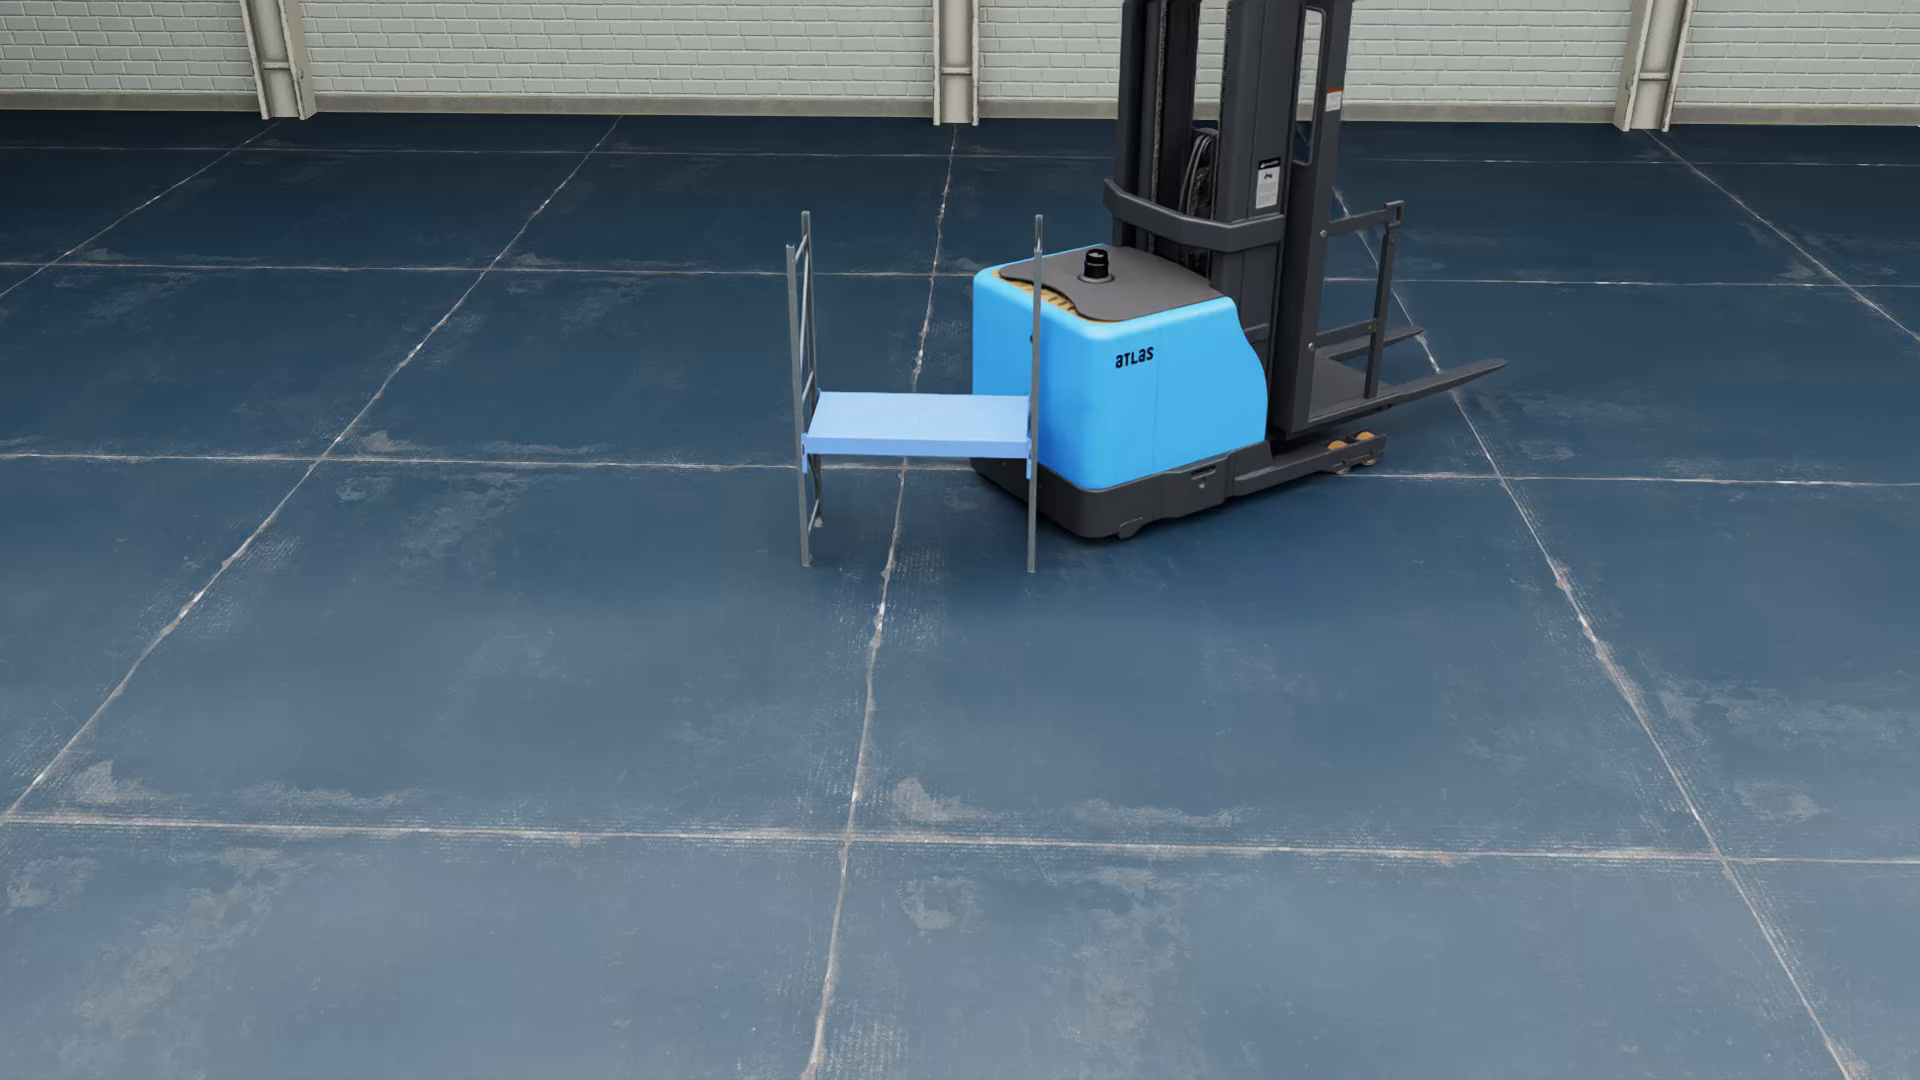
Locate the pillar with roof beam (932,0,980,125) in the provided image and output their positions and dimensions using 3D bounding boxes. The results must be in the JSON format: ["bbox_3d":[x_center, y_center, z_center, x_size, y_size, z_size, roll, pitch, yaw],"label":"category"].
[{"bbox_3d":[-0.183,-5.686,8.869,0.400,9.000,9.100,1,28,2],"label":"pillar with roof beam"}]

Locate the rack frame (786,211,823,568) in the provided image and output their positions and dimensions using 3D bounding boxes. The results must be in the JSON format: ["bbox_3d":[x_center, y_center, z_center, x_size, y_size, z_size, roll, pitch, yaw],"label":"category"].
[{"bbox_3d":[-0.683,-0.653,7.381,0.032,1.500,0.500,1,28,3],"label":"rack frame"}]

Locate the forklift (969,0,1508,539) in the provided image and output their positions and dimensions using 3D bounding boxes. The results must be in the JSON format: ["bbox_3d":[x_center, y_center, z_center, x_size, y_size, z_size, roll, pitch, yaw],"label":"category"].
[{"bbox_3d":[1.560,-1.815,8.044,3.031,2.935,1.130,-17,32,-29],"label":"forklift"}]

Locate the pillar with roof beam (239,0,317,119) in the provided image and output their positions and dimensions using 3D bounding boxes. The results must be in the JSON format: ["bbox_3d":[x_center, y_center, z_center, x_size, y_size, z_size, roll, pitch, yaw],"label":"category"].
[{"bbox_3d":[-6.179,-5.785,9.056,0.400,9.000,9.100,1,28,2],"label":"pillar with roof beam"}]

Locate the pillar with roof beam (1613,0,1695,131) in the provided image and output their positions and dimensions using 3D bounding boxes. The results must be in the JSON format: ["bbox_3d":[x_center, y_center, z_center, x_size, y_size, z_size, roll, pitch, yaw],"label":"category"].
[{"bbox_3d":[5.813,-5.587,8.682,0.400,9.000,9.100,1,28,2],"label":"pillar with roof beam"}]

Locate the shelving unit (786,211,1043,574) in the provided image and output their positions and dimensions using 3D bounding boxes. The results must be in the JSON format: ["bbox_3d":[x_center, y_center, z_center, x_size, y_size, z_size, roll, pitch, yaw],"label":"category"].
[{"bbox_3d":[-0.176,-0.641,7.357,1.048,1.500,0.538,1,28,3],"label":"shelving unit"}]

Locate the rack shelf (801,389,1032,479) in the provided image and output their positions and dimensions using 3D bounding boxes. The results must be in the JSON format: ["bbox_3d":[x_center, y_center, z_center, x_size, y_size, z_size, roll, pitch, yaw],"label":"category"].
[{"bbox_3d":[-0.176,-0.482,7.441,1.000,0.185,0.538,1,28,3],"label":"rack shelf"}]

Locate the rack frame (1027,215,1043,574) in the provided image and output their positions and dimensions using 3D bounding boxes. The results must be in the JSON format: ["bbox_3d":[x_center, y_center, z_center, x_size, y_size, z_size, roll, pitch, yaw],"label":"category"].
[{"bbox_3d":[0.332,-0.628,7.333,0.032,1.500,0.500,1,28,3],"label":"rack frame"}]
